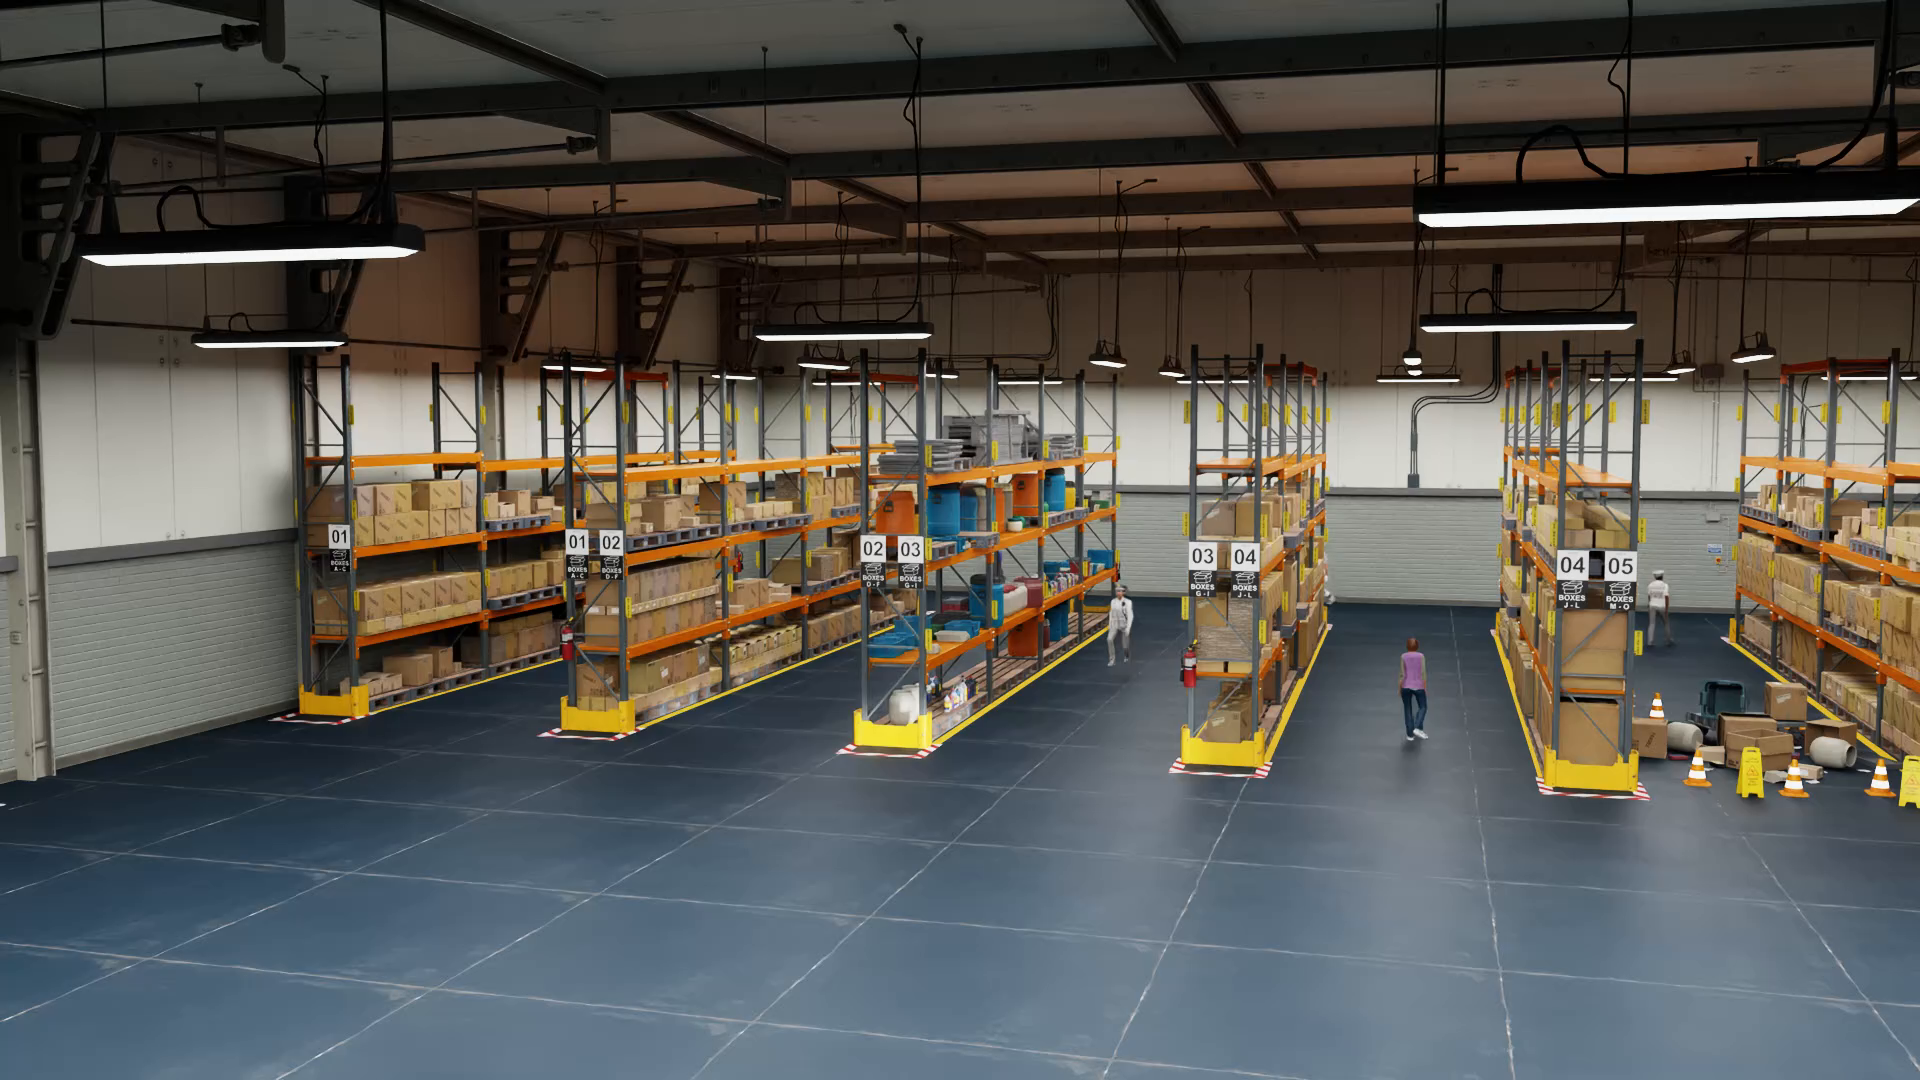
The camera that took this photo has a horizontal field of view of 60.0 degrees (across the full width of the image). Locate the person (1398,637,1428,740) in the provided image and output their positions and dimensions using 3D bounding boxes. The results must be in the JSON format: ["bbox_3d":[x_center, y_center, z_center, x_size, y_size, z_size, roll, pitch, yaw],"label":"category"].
[{"bbox_3d":[6.957,2.297,25.535,0.462,1.596,0.480,1,4,16],"label":"person"}]

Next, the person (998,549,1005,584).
[{"bbox_3d":[0.963,0.775,45.170,0.470,1.644,0.440,3,5,38],"label":"person"}]

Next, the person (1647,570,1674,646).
[{"bbox_3d":[15.166,1.464,36.043,0.494,1.629,0.929,3,5,32],"label":"person"}]

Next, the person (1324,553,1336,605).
[{"bbox_3d":[9.310,0.896,43.023,1.012,1.752,0.508,-1,4,-11],"label":"person"}]

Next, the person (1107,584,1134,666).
[{"bbox_3d":[3.036,1.600,31.444,0.513,1.549,1.038,1,5,18],"label":"person"}]
